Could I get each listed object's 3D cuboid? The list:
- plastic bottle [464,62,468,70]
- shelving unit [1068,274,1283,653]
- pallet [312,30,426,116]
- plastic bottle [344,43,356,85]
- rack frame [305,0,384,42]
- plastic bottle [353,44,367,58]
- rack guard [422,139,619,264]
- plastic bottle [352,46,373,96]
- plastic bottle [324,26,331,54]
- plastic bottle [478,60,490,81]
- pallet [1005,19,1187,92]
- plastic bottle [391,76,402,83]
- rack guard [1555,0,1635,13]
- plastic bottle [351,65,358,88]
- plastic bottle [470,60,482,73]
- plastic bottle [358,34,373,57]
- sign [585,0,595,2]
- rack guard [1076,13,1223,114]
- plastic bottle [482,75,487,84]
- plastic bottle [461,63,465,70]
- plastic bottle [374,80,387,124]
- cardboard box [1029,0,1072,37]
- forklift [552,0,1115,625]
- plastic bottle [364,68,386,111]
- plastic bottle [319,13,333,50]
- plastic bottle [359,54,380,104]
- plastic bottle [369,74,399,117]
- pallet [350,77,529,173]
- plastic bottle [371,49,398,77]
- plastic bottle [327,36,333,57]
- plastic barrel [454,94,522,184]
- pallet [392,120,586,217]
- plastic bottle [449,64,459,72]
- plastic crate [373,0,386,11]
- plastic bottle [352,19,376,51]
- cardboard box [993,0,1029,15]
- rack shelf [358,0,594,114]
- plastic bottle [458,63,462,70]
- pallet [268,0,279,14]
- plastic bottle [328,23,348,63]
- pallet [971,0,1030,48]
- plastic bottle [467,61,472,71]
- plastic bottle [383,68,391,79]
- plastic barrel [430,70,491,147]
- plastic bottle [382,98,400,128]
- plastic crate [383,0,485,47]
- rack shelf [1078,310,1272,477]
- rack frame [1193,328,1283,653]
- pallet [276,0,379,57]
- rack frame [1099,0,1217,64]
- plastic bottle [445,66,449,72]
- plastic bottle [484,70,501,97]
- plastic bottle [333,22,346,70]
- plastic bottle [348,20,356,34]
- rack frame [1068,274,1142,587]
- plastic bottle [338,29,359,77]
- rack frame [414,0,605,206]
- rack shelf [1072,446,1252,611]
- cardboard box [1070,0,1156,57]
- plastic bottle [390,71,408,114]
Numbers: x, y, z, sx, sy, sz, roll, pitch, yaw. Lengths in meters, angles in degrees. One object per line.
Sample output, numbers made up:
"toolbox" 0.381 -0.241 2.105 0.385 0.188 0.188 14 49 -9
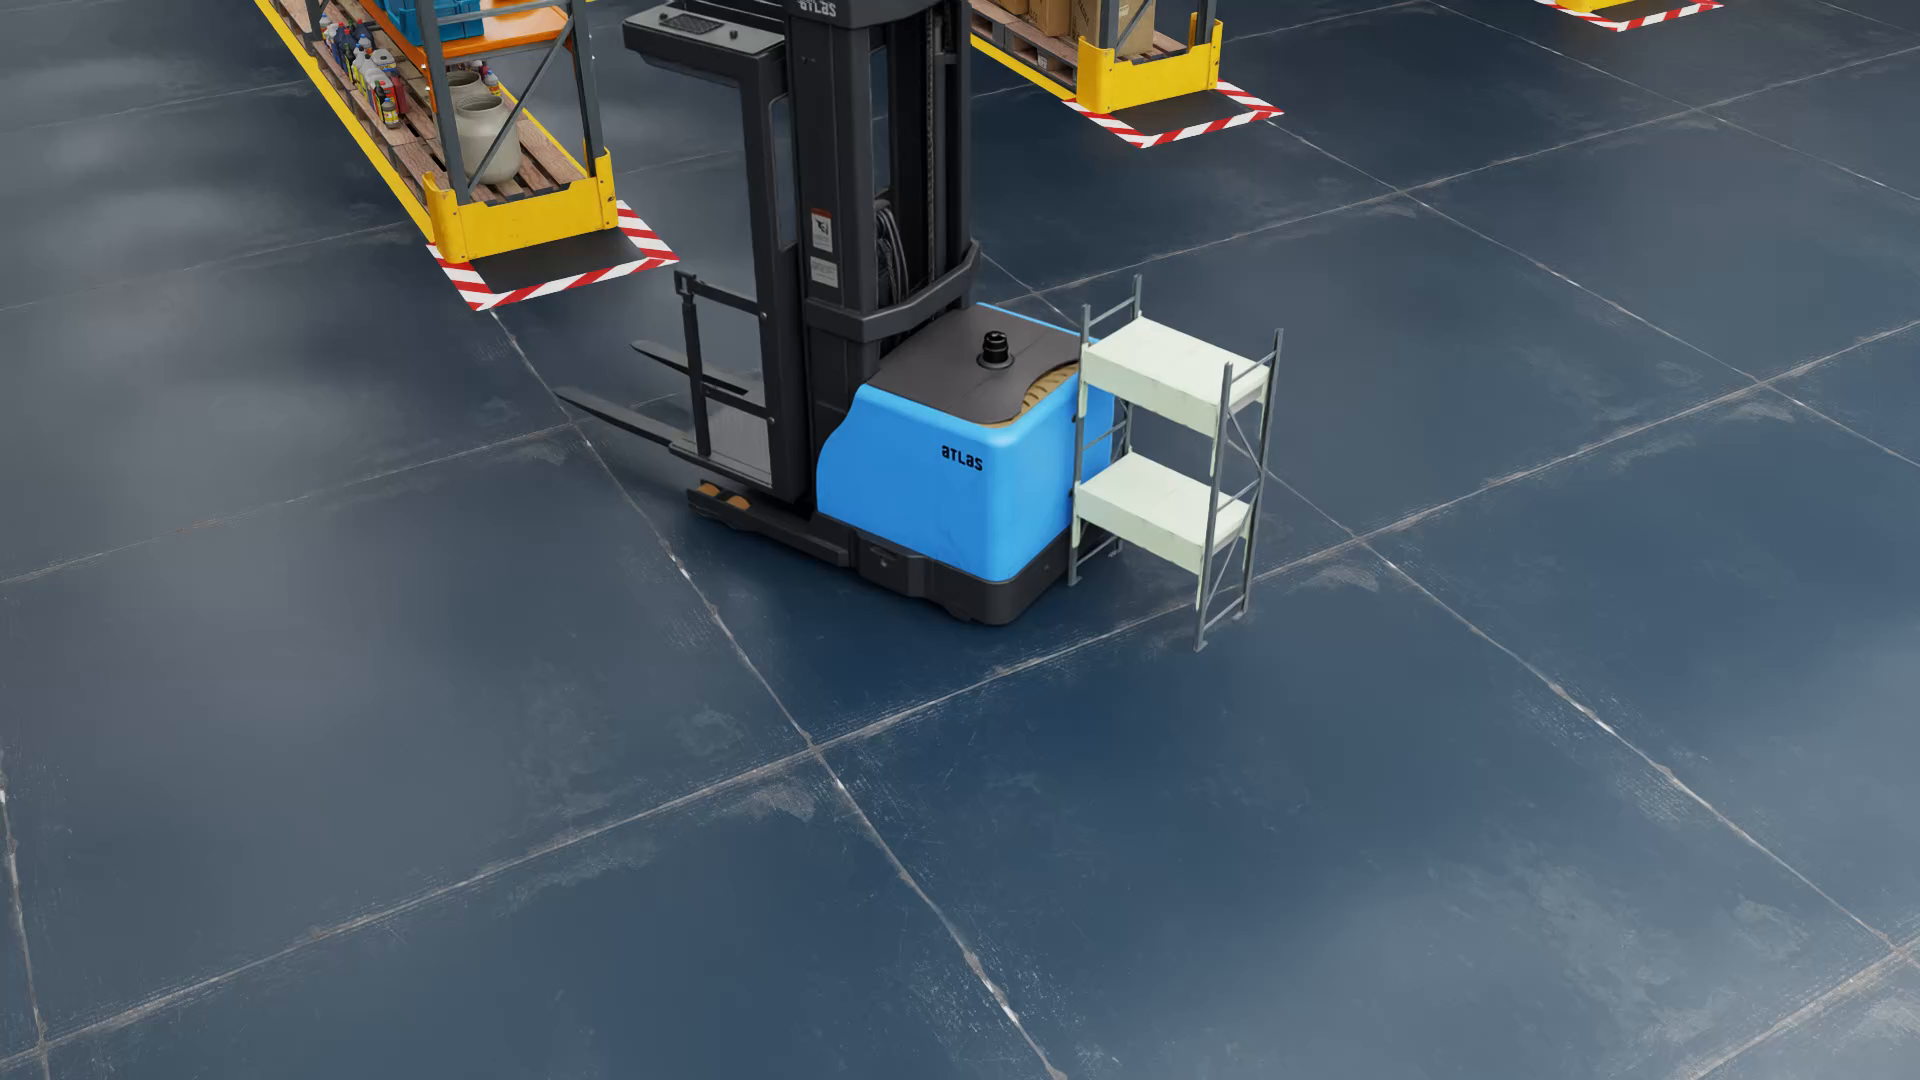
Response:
"plastic bottle" -3.690 -3.547 12.562 0.097 0.201 0.097 0 36 0
"shelving unit" 0.929 -0.329 7.429 0.755 1.500 0.431 28 44 33
"pallet" -4.484 -3.765 13.226 1.003 0.211 1.213 -19 40 -24
"plastic bottle" -4.597 -3.599 12.564 0.061 0.283 0.133 -17 39 -22
"rack frame" -4.785 -5.246 12.889 1.000 3.000 0.127 -19 40 -24
"plastic bottle" -4.538 -3.627 12.613 0.097 0.271 0.097 0 36 0
"rack guard" -2.855 -2.221 10.867 1.175 0.500 0.348 -19 40 -24
"plastic bottle" -4.430 -3.506 12.380 0.144 0.351 0.185 -19 40 -24
"plastic bottle" -4.953 -3.949 13.113 0.097 0.201 0.097 0 36 0
"plastic bottle" -3.515 -3.424 12.325 0.061 0.283 0.133 -18 40 -23
"pallet" 1.091 -4.011 13.563 1.003 0.211 1.213 -19 40 -24
"plastic bottle" -4.152 -3.314 12.244 0.097 0.201 0.097 0 36 0
"rack guard" 5.858 -5.070 14.768 1.175 0.500 0.348 -19 40 -24
"plastic bottle" -4.522 -3.511 12.514 0.097 0.201 0.097 0 36 0
"plastic bottle" -3.589 -3.473 12.403 0.097 0.271 0.097 0 36 0
"plastic bottle" -4.561 -3.749 12.780 0.097 0.271 0.097 0 36 0
"sign" -2.298 -3.478 10.235 0.100 0.325 0.005 -19 40 -24
"rack guard" 1.468 -3.703 12.896 1.175 0.500 0.348 -19 40 -24
"plastic bottle" -3.469 -3.323 12.256 0.097 0.201 0.097 0 36 0
"plastic bottle" -3.742 -3.628 12.614 0.097 0.271 0.097 0 36 0
"plastic bottle" -4.152 -3.147 11.946 0.061 0.283 0.133 -18 40 -23
"cardboard box" 0.877 -4.452 13.565 0.500 0.500 0.500 -9 37 -12
"forklift" -0.764 -1.470 7.778 3.031 2.935 1.130 22 41 27
"plastic bottle" -4.250 -3.298 12.158 0.152 0.276 0.135 -20 41 -25
"plastic bottle" -5.004 -4.029 13.164 0.097 0.271 0.097 0 36 0
"plastic bottle" -4.337 -3.411 12.250 0.144 0.351 0.185 -17 40 -22
"plastic bottle" -4.181 -3.227 12.061 0.152 0.276 0.135 -19 40 -24
"pallet" -3.867 -3.142 12.373 1.003 0.211 1.213 -19 40 -24
"plastic bottle" -4.315 -3.533 12.480 0.152 0.276 0.135 -19 40 -24
"plastic bottle" -4.902 -3.897 13.042 0.097 0.201 0.097 0 36 0
"plastic barrel" -3.173 -2.684 11.135 0.421 0.512 0.421 0 36 0
"pallet" -3.258 -2.520 11.522 1.003 0.211 1.213 -19 40 -24
"plastic bottle" -3.876 -3.734 12.755 0.152 0.276 0.135 -18 40 -23
"plastic crate" -3.607 -3.645 10.824 0.499 0.251 0.408 -19 40 -24
"plastic bottle" -4.614 -3.862 12.867 0.144 0.351 0.185 -19 40 -24
"cardboard box" 0.579 -4.777 14.010 0.500 0.500 0.500 -15 39 -20
"rack shelf" -3.781 -3.935 11.705 1.077 0.370 4.000 -19 40 -24
"plastic bottle" -3.793 -3.652 12.706 0.097 0.201 0.097 0 36 0
"pallet" -5.831 -5.131 15.097 1.003 0.211 1.213 -19 40 -24
"plastic bottle" -4.818 -3.874 12.948 0.152 0.276 0.135 -17 40 -22
"pallet" 0.482 -4.632 14.414 1.003 0.211 1.213 -19 40 -24
"plastic bottle" -3.640 -3.524 12.473 0.097 0.271 0.097 0 36 0
"plastic bottle" -4.254 -3.409 12.374 0.097 0.201 0.097 0 36 0
"plastic barrel" -3.424 -2.939 11.485 0.421 0.512 0.421 0 36 0
"plastic bottle" -4.078 -3.060 11.896 0.097 0.201 0.097 0 36 0
"plastic crate" -3.286 -3.312 10.368 0.499 0.251 0.616 -19 40 -24
"rack shelf" 0.929 -0.644 7.199 0.720 0.370 0.431 28 44 33
"rack frame" 1.202 -0.185 7.232 0.023 1.500 0.400 28 44 33
"pallet" -5.214 -4.509 14.244 1.003 0.211 1.213 -19 40 -24
"rack frame" 1.507 -4.674 12.106 1.000 3.000 0.127 -19 40 -24
"plastic bottle" -3.968 -3.705 12.710 0.061 0.283 0.133 -19 40 -24
"plastic bottle" -3.417 -3.299 12.163 0.097 0.271 0.097 0 36 0
"plastic bottle" -4.739 -3.819 12.809 0.144 0.351 0.185 -18 40 -23
"plastic bottle" -4.727 -3.909 12.989 0.061 0.283 0.133 -19 40 -24
"rack frame" 0.657 -0.473 7.626 0.023 1.500 0.400 28 44 33
"plastic bottle" -4.644 -3.723 12.677 0.144 0.351 0.185 -21 41 -26
"rack frame" -2.776 -3.206 10.096 1.000 3.000 0.127 -19 40 -24
"rack shelf" 0.929 -0.066 7.621 0.720 0.370 0.431 28 44 33
"cardboard box" 1.207 -4.157 13.162 0.500 0.500 0.500 -12 38 -16
"plastic bottle" -4.089 -3.262 12.103 0.061 0.283 0.133 -19 40 -24
